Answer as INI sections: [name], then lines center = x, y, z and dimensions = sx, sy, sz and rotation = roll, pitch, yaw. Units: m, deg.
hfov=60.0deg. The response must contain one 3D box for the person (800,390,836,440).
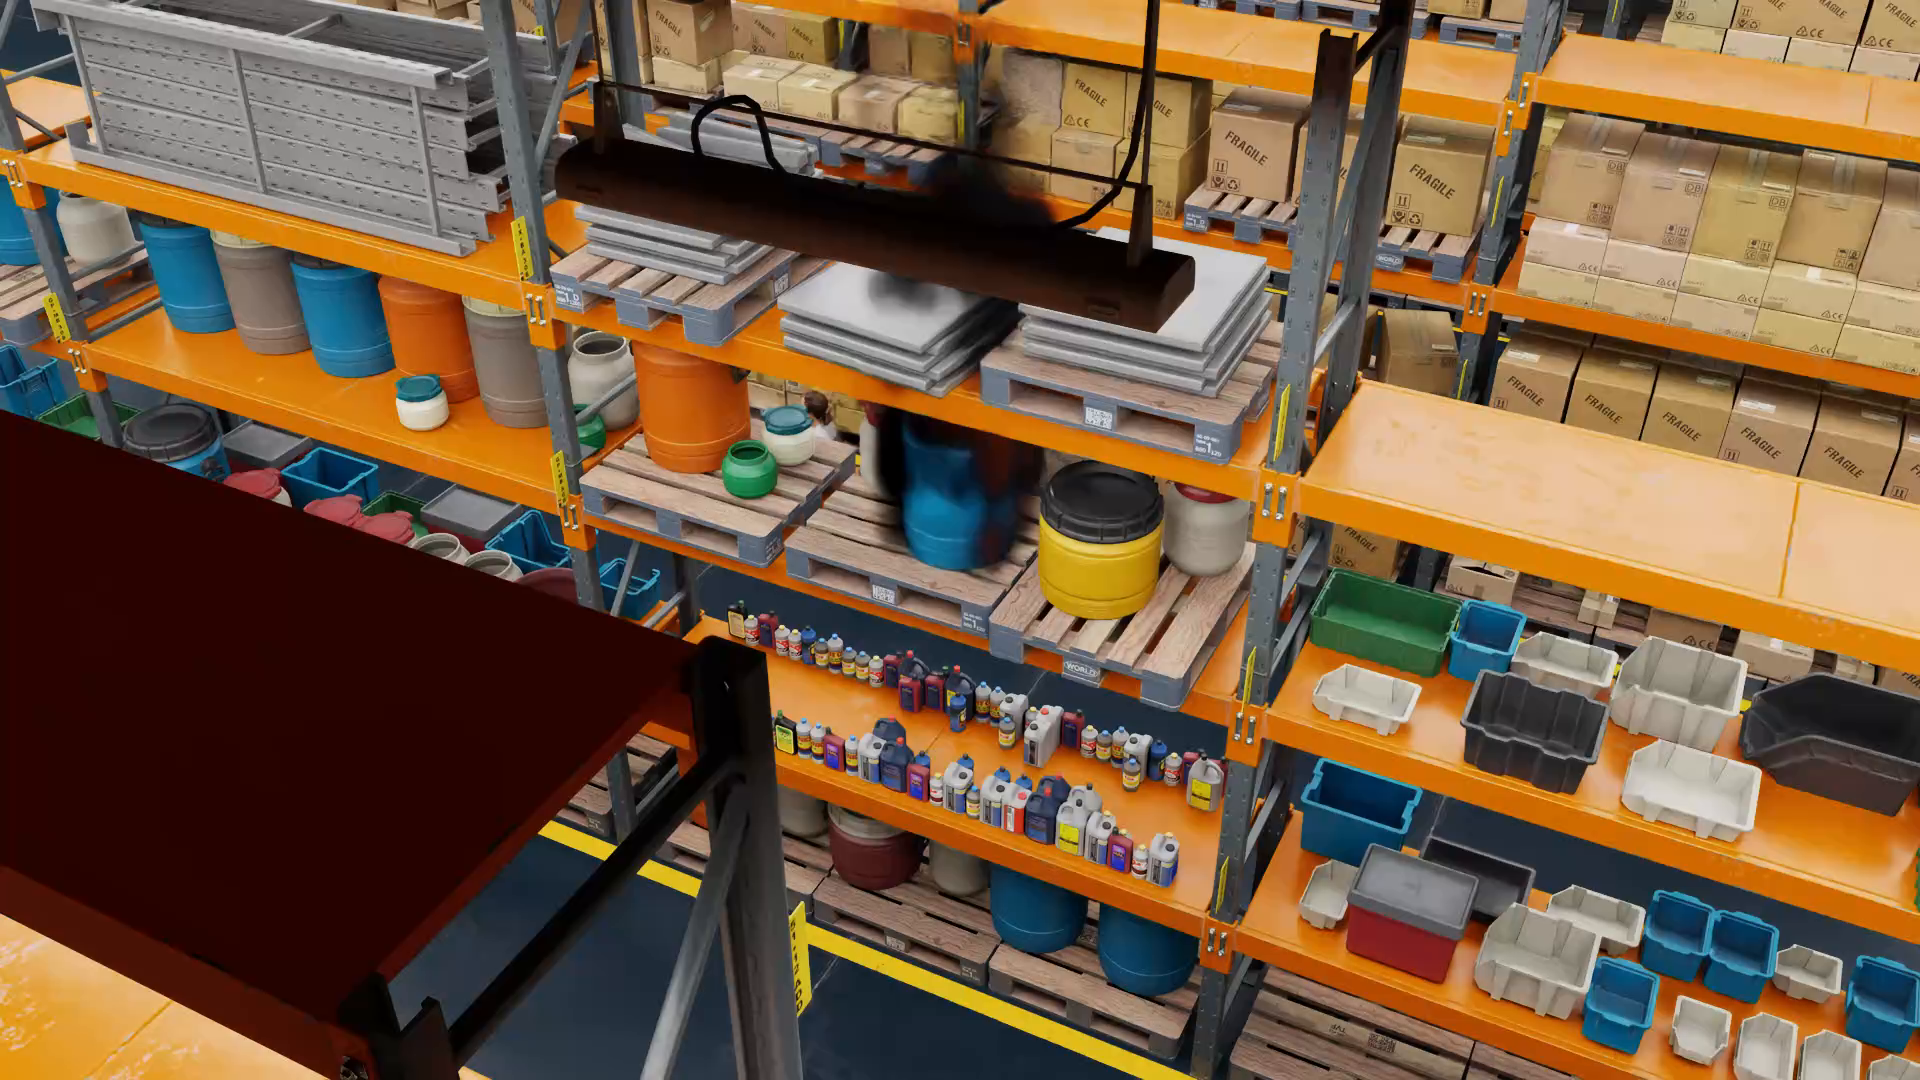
[person]
center = -1.060, -0.425, 13.042
dimensions = 0.794, 1.670, 0.589
rotation = 6, 36, 9
